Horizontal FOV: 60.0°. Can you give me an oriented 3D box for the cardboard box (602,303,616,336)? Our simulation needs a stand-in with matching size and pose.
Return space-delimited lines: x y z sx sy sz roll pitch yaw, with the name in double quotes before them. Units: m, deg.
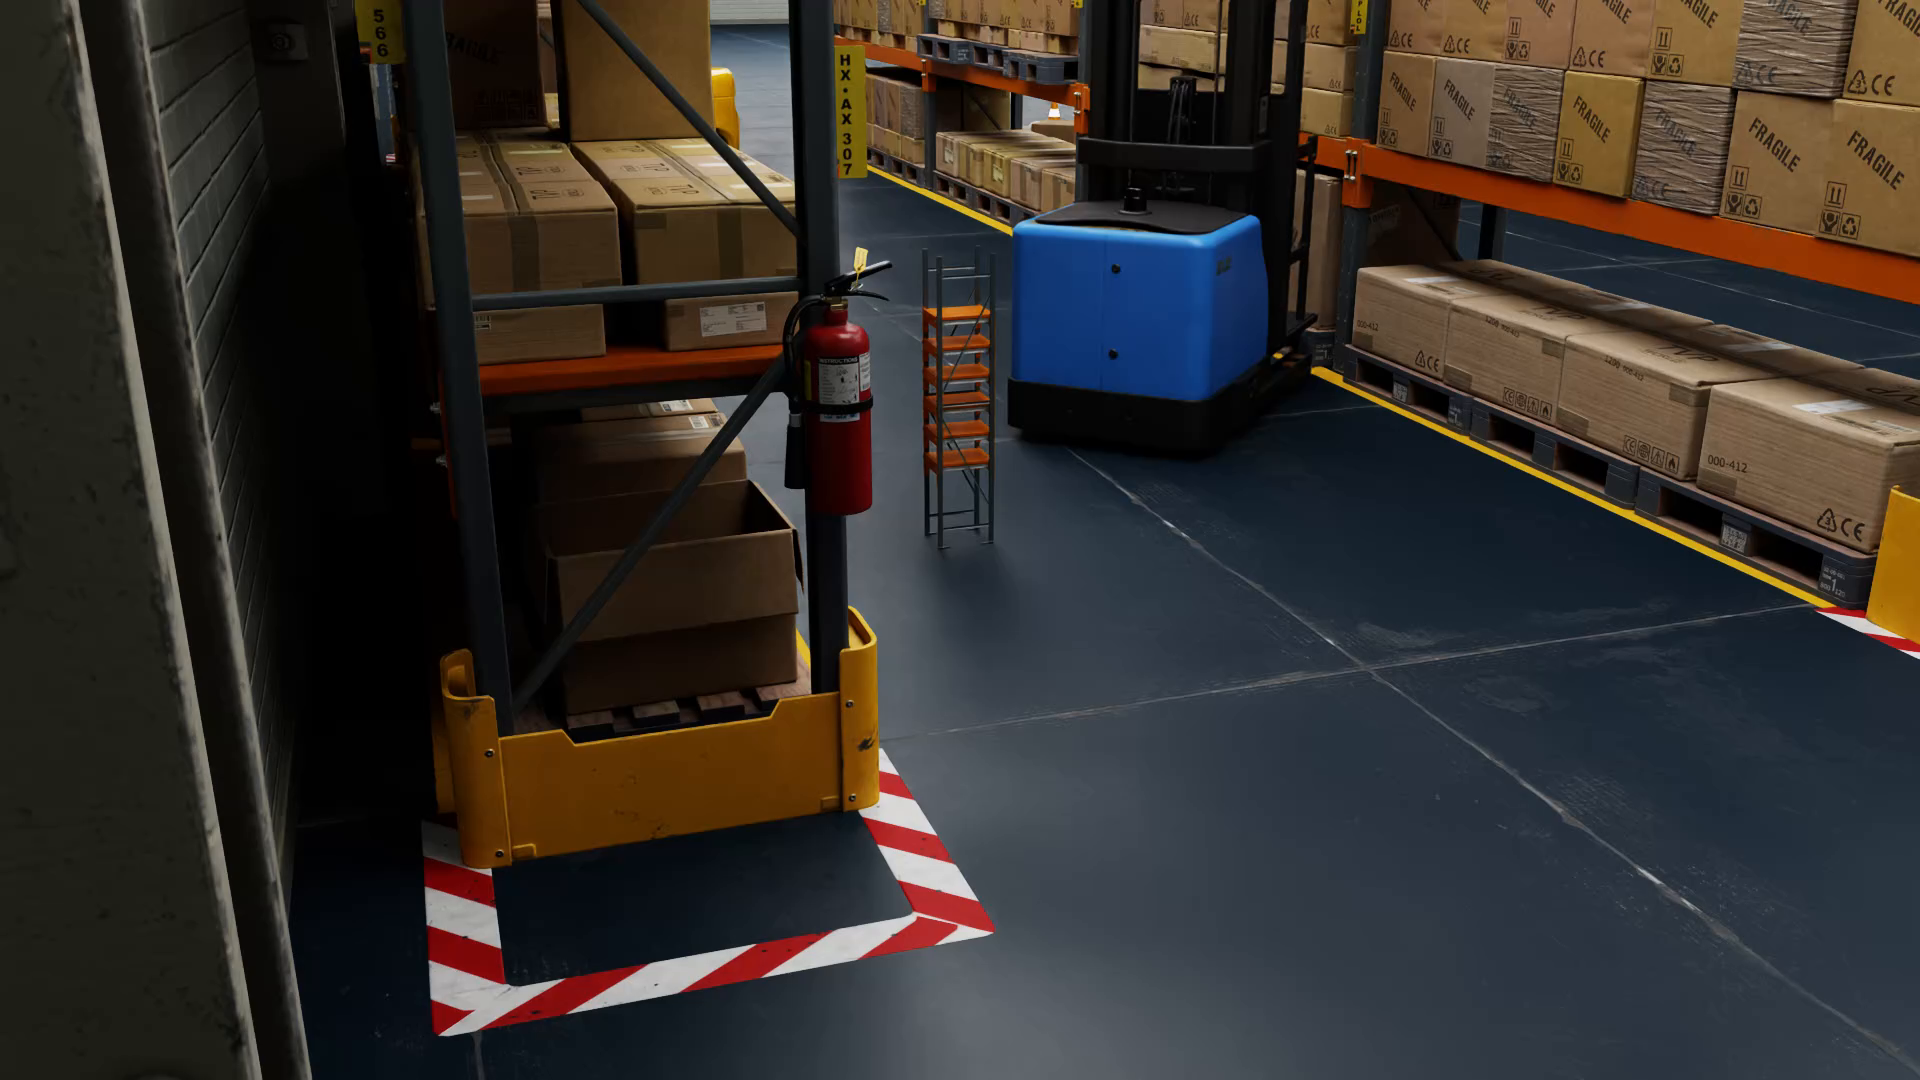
"cardboard box" -1.181 -0.663 4.698 0.380 0.149 0.250 -6 21 -16

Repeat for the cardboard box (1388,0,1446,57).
"cardboard box" 2.572 -2.767 8.556 0.500 0.500 0.500 -6 21 -17

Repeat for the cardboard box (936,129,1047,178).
"cardboard box" 0.305 -3.788 16.292 0.950 0.372 0.625 -6 21 -17

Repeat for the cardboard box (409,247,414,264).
"cardboard box" -2.806 -1.377 9.390 0.500 0.500 0.500 -7 21 -20

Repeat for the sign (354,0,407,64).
"sign" -1.334 -1.257 3.798 0.100 0.325 0.005 -6 21 -17

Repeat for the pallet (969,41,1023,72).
"pallet" 0.734 -4.252 14.602 1.003 0.211 1.213 -6 21 -17

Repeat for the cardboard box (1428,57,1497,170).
"cardboard box" 2.706 -2.135 8.275 0.500 0.500 0.500 -6 21 -17

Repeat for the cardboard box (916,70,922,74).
"cardboard box" -0.283 -5.335 18.710 0.380 0.149 0.250 -5 20 -15

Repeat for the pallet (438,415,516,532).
"pallet" -1.843 -0.367 7.625 1.003 0.211 1.213 -6 21 -17

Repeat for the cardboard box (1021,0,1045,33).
"cardboard box" 0.816 -4.378 13.457 0.500 0.500 0.500 -7 21 -18

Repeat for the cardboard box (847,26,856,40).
"cardboard box" -1.074 -5.770 18.916 0.380 0.149 0.250 -6 21 -16

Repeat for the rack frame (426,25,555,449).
"rack frame" -2.058 -1.900 7.768 1.000 3.000 0.127 -6 21 -17

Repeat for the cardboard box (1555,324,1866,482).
"cardboard box" 3.312 -0.630 7.403 0.875 0.438 0.875 -6 21 -16

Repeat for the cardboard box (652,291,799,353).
"cardboard box" -0.644 -0.632 4.611 0.380 0.149 0.250 -7 21 -18

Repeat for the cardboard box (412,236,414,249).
"cardboard box" -2.726 -1.554 8.922 0.380 0.149 0.250 -7 21 -20

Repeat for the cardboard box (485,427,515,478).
"cardboard box" -1.939 -0.379 7.131 0.380 0.149 0.250 -7 21 -18

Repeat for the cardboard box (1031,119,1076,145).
"cardboard box" 1.093 -4.309 18.169 0.500 0.500 0.500 8 21 20

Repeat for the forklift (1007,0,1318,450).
"forklift" 1.337 -2.262 8.878 1.130 2.935 3.031 9 22 24

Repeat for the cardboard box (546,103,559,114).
"cardboard box" -1.495 -1.672 6.917 0.500 0.250 0.500 -6 21 -17

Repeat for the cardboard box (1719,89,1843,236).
"cardboard box" 3.363 -1.481 6.454 0.500 0.500 0.500 -7 21 -18

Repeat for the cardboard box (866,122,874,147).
"cardboard box" -0.791 -4.556 18.610 0.500 0.250 0.500 -5 20 -14

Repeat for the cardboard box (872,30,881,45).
"cardboard box" -0.742 -5.438 17.990 0.380 0.149 0.250 -6 21 -17

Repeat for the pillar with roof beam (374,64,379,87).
"pillar with roof beam" -6.152 -12.563 28.581 9.100 9.000 0.400 -6 21 -17

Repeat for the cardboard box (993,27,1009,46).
"cardboard box" 0.507 -4.360 14.369 0.380 0.149 0.250 -7 21 -19

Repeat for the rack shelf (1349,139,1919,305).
"rack shelf" 3.281 -1.448 7.574 1.077 0.370 4.000 -6 21 -17

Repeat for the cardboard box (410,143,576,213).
"cardboard box" -1.510 -1.130 5.406 0.500 0.250 0.500 -6 21 -15

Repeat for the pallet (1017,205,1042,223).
"pallet" 1.151 -2.650 13.983 1.003 0.211 1.213 -6 21 -17

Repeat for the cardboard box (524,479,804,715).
"cardboard box" -0.903 0.155 5.119 0.797 0.503 0.637 -7 21 -19

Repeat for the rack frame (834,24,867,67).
"rack frame" -1.119 -6.279 19.960 1.000 3.000 0.127 -6 21 -17

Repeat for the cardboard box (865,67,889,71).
"cardboard box" -1.120 -5.240 19.404 0.500 0.500 0.500 -7 21 -19

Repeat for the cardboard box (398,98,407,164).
"cardboard box" -2.159 -1.781 7.220 0.500 0.250 0.500 -7 21 -18

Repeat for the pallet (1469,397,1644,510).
"pallet" 3.204 -0.471 7.916 1.003 0.211 1.213 -6 21 -17

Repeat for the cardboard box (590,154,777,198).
"cardboard box" -0.847 -1.021 5.104 0.500 0.250 0.500 -6 21 -17

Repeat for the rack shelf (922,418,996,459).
"rack shelf" -0.005 -0.415 6.782 0.258 0.103 0.180 -6 21 -17

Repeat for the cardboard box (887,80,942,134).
"cardboard box" -0.464 -4.576 17.557 0.500 0.500 0.500 -6 21 -16

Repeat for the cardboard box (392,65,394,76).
"cardboard box" -4.186 -3.717 13.050 0.500 0.250 0.500 -7 21 -19

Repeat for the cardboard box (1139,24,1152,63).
"cardboard box" 1.482 -3.522 11.766 0.500 0.250 0.500 -6 21 -16

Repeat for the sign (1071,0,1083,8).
"sign" 0.883 -4.159 12.462 0.100 0.325 0.005 -6 21 -17

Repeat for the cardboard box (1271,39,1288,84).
"cardboard box" 2.119 -2.868 9.946 0.500 0.250 0.500 -6 21 -16

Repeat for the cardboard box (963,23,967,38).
"cardboard box" 0.244 -4.700 15.315 0.380 0.149 0.250 -5 20 -14

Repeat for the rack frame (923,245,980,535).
"rack frame" -0.033 -0.599 6.808 0.240 1.200 0.006 -6 21 -17

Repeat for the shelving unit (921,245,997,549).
"shelving unit" -0.005 -0.569 6.727 0.258 1.200 0.189 -6 21 -17

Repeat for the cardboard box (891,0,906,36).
"cardboard box" -0.406 -5.463 17.101 0.500 0.500 0.500 -6 21 -15

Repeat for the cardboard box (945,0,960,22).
"cardboard box" 0.171 -5.038 15.298 0.500 0.500 0.500 -6 21 -17

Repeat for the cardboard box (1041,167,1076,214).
"cardboard box" 1.227 -2.855 13.694 0.950 0.372 0.625 -8 21 -21

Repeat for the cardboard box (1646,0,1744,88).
"cardboard box" 3.188 -2.115 6.741 0.500 0.500 0.500 -6 21 -17

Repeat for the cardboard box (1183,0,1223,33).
"cardboard box" 1.787 -3.557 10.755 0.500 0.500 0.500 -6 21 -16

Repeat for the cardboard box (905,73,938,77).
"cardboard box" -0.301 -4.976 18.671 0.500 0.500 0.500 -7 21 -18

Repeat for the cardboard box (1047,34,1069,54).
"cardboard box" 0.916 -3.950 13.226 0.380 0.149 0.250 -6 21 -16

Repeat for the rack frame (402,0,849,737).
"rack frame" -0.801 -0.616 4.194 1.000 3.000 0.127 -6 21 -17

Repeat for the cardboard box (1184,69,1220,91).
"cardboard box" 1.806 -2.967 10.963 0.500 0.250 0.500 -6 21 -17

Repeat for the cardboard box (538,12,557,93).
"cardboard box" -1.998 -2.323 8.178 0.700 0.500 0.500 -6 21 -16

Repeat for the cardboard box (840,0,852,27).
"cardboard box" -1.068 -6.119 18.926 0.500 0.500 0.500 -6 21 -16
